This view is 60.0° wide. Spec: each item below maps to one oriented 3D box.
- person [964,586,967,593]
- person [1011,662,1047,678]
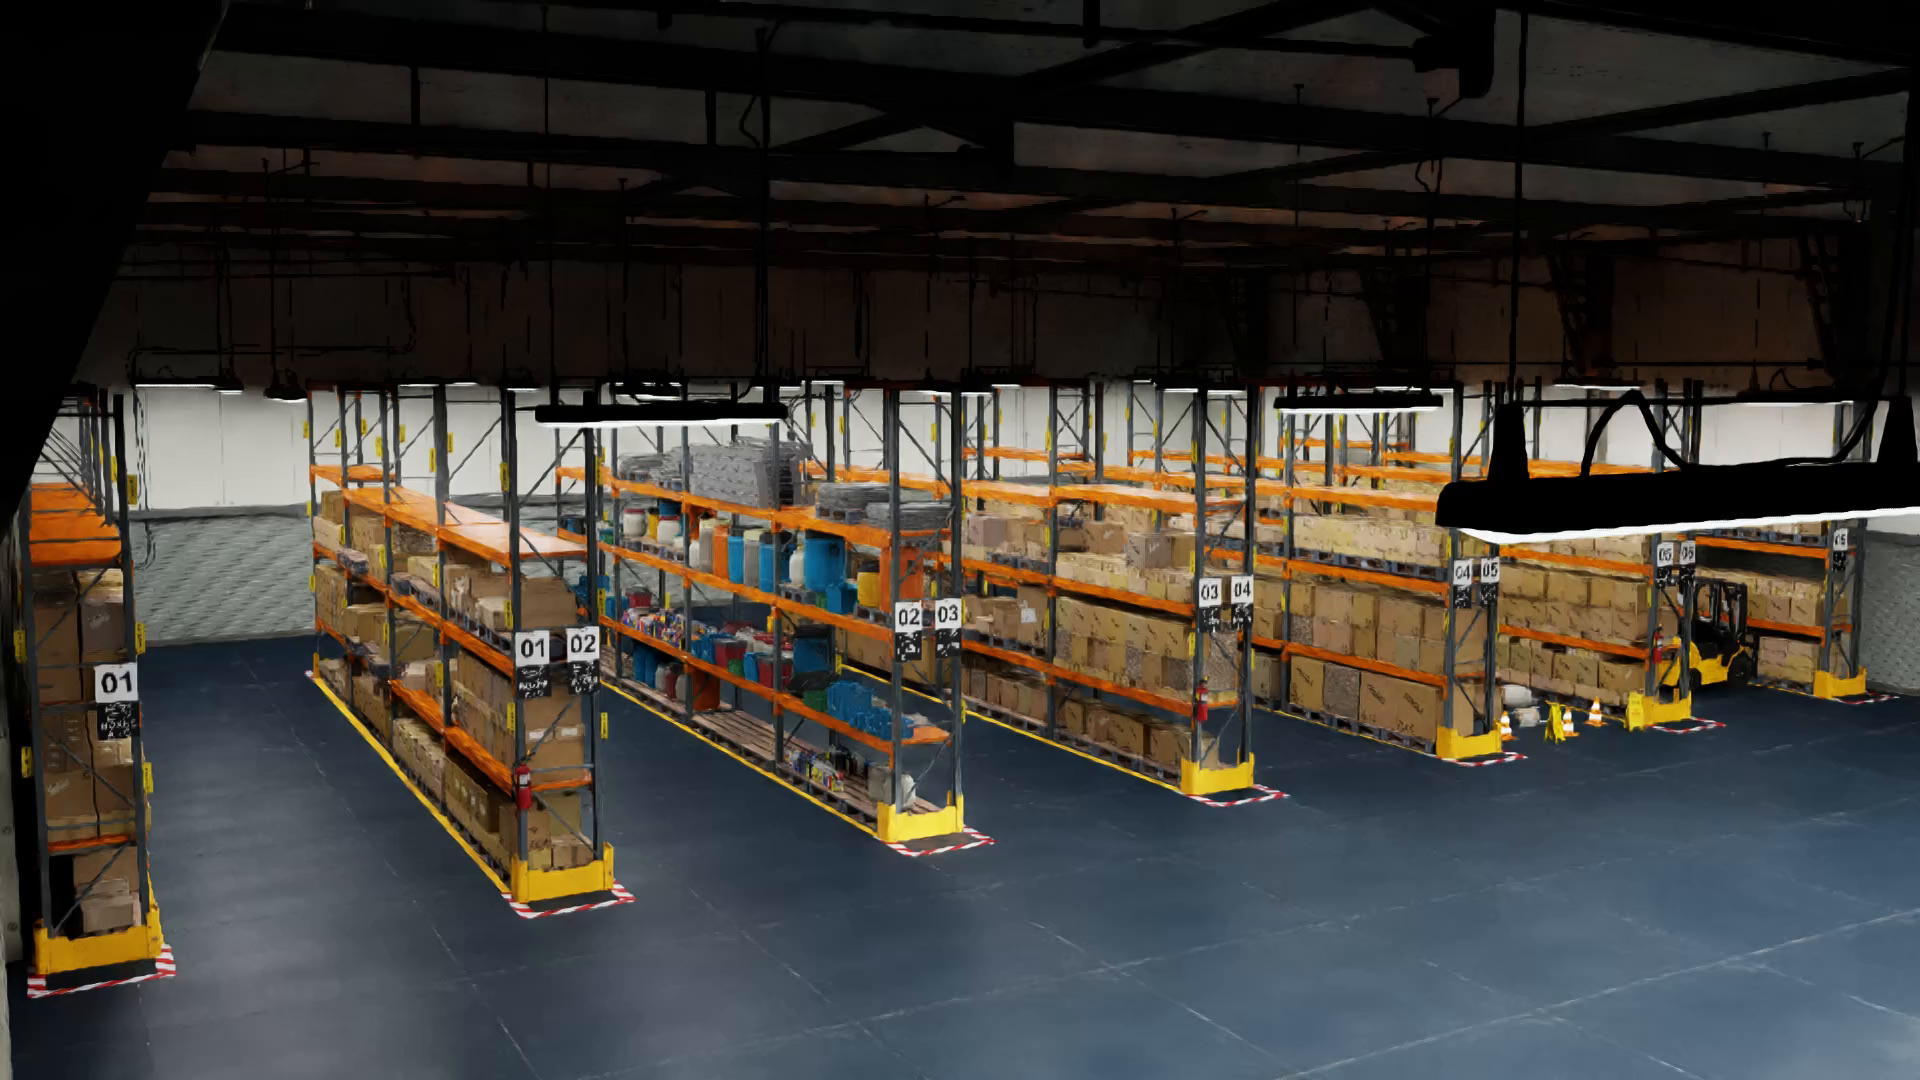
[{"bbox_3d":[-0.068,1.574,37.621,0.566,1.541,0.519,-4,7,-32],"label":"person"},{"bbox_3d":[1.329,1.980,33.026,0.547,1.640,1.116,-4,7,-31],"label":"person"}]
